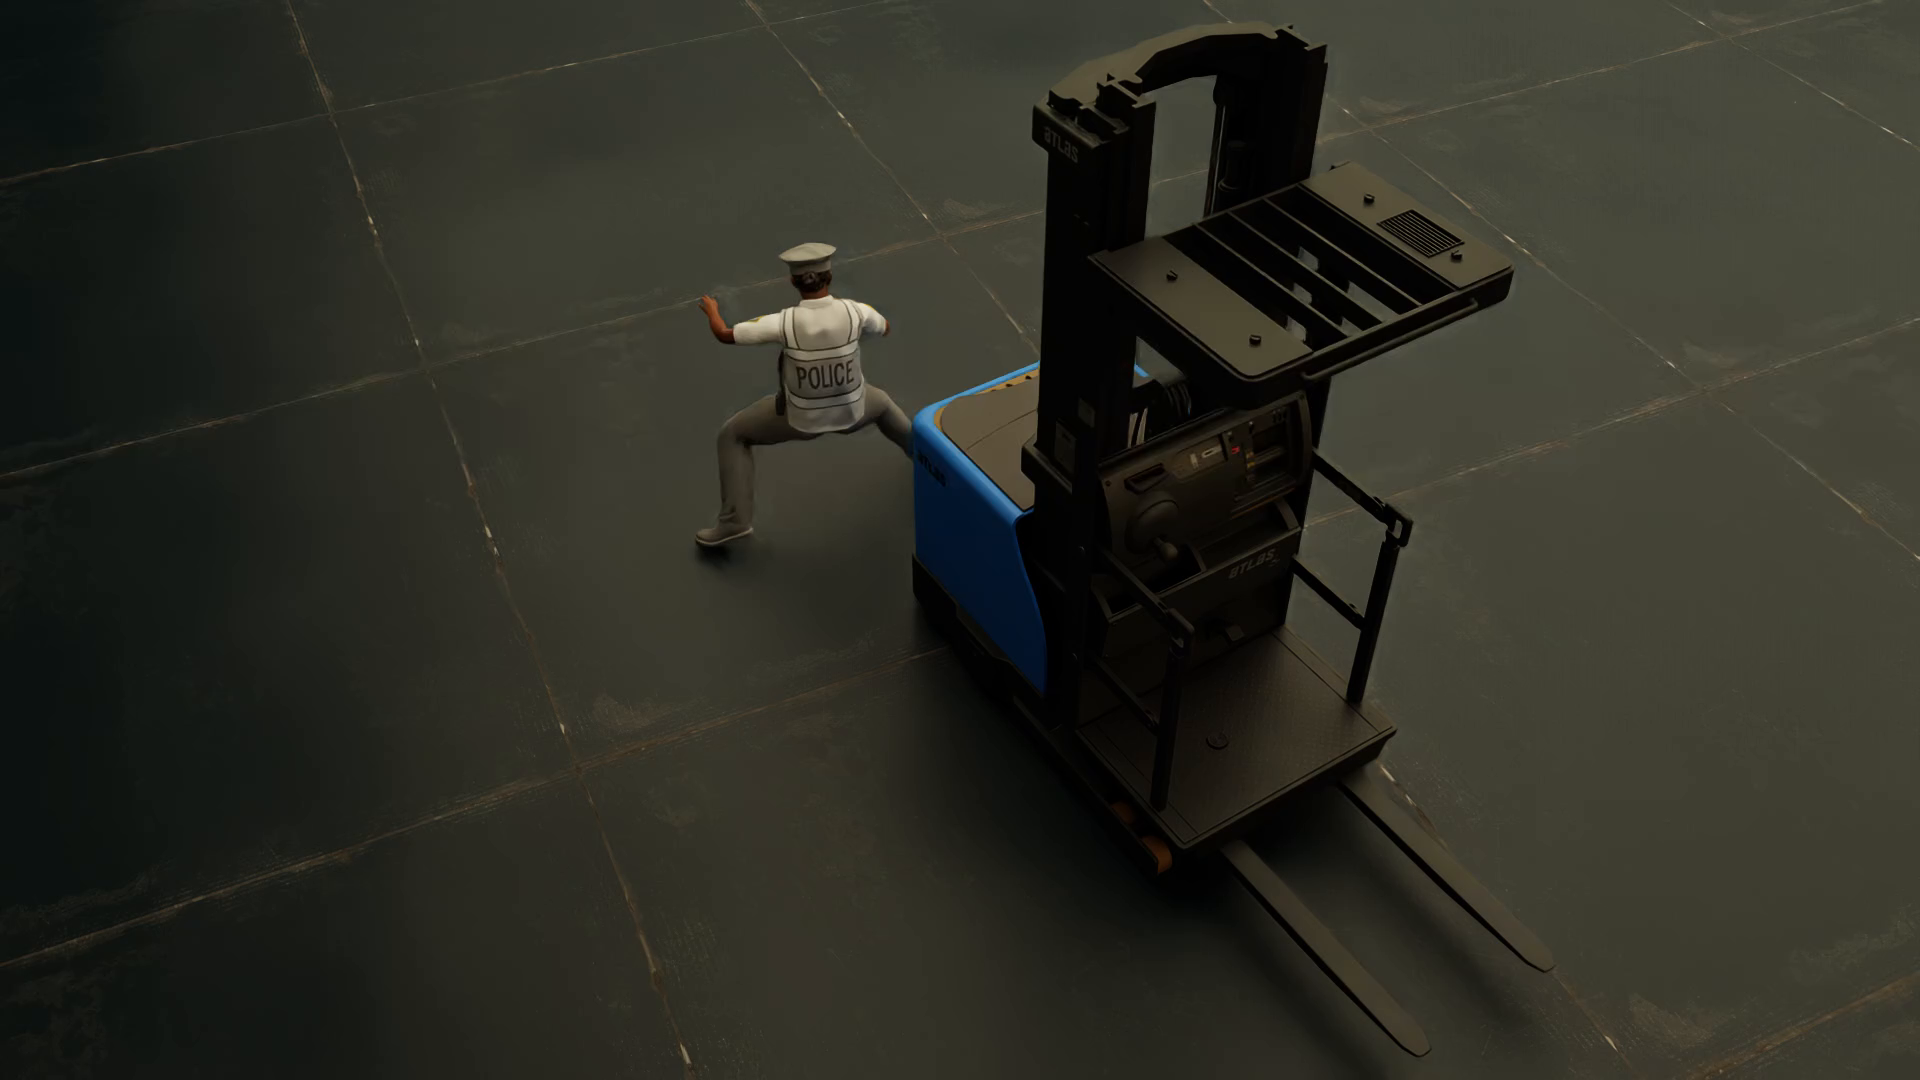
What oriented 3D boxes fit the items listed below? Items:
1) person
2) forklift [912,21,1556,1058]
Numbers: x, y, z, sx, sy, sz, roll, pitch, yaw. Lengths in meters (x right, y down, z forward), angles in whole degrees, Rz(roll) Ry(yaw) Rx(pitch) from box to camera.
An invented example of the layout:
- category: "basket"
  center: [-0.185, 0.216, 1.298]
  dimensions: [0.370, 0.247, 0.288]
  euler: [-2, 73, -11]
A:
- category: "person"
  center: [-0.700, -0.749, 7.568]
  dimensions: [1.224, 1.438, 0.681]
  euler: [-11, 44, -11]
- category: "forklift"
  center: [1.011, -0.147, 5.838]
  dimensions: [1.130, 2.935, 3.031]
  euler: [-24, 48, -23]
